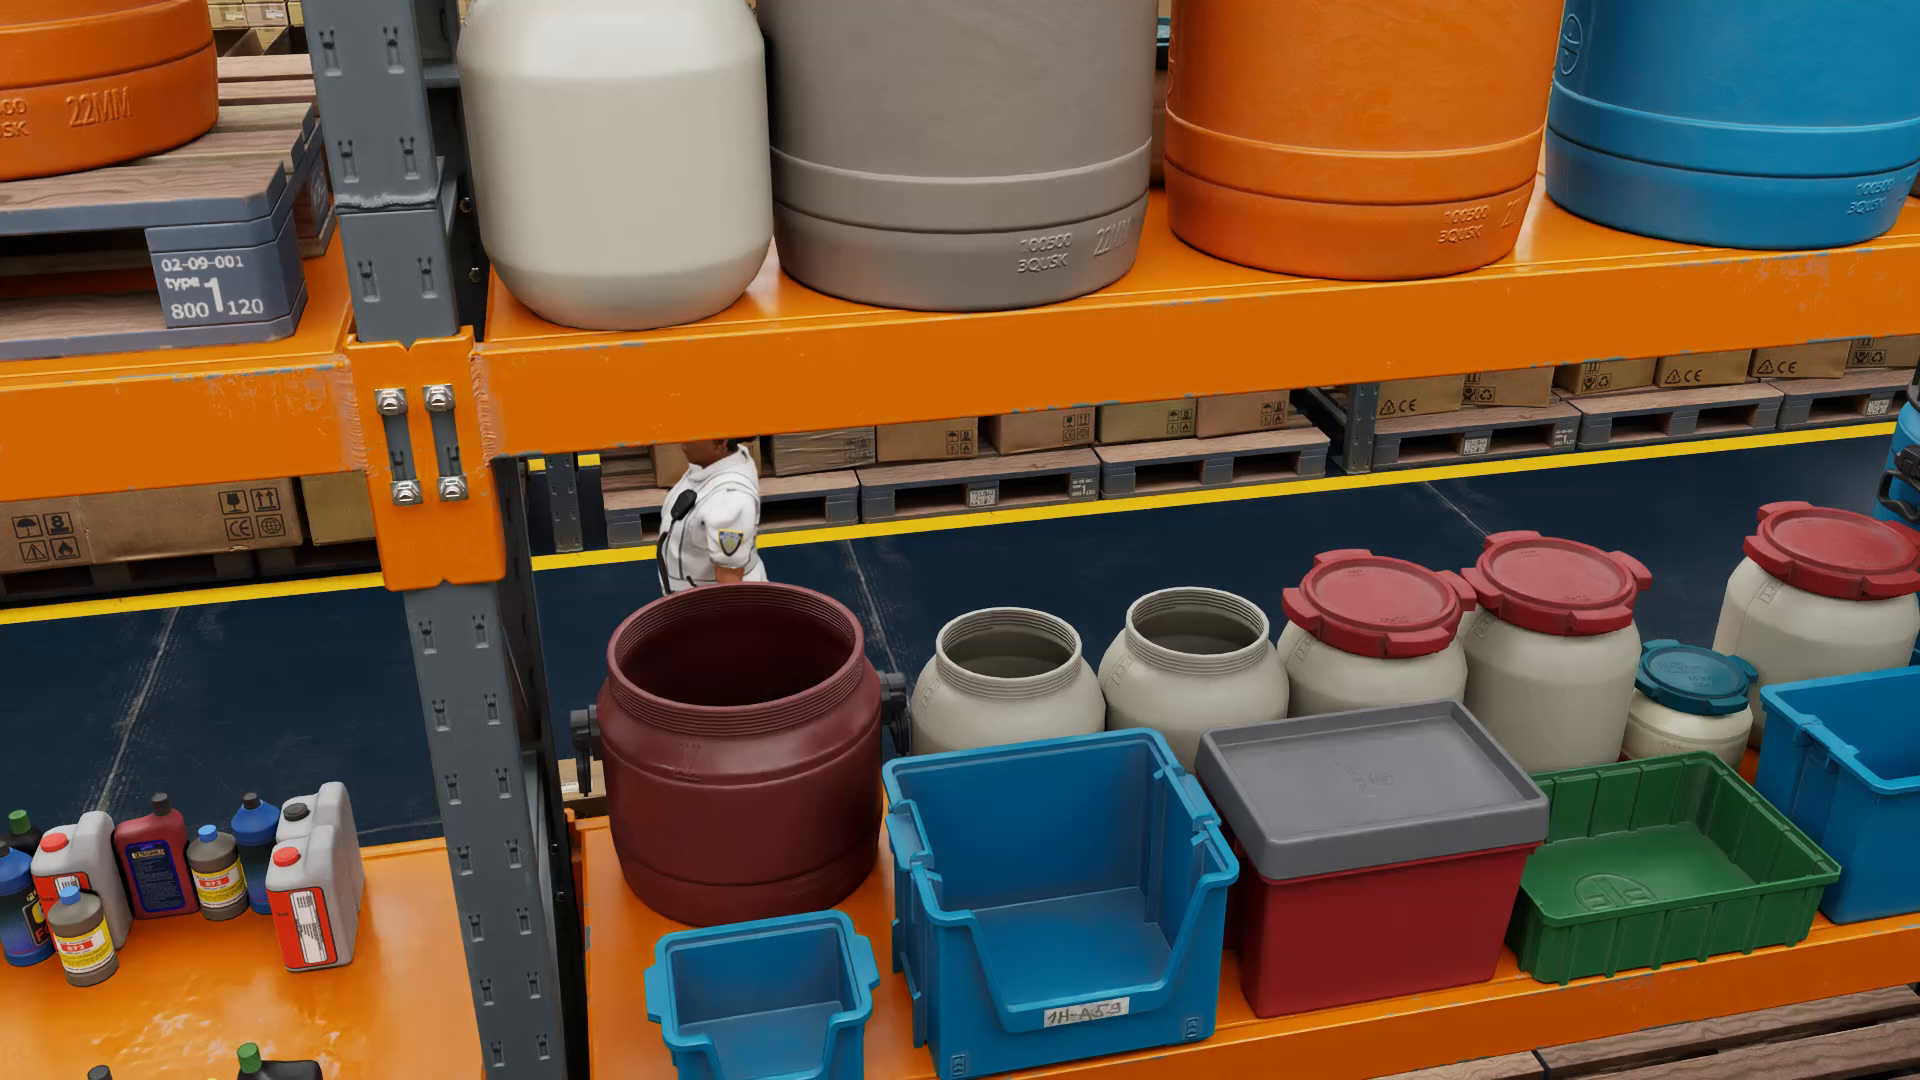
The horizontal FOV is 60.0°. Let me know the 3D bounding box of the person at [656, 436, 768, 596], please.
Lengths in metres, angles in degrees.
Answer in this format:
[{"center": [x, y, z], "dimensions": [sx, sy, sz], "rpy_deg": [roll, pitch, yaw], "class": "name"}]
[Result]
[{"center": [-0.815, 0.288, 5.616], "dimensions": [0.386, 1.721, 0.485], "rpy_deg": [-5, 27, -10], "class": "person"}]
